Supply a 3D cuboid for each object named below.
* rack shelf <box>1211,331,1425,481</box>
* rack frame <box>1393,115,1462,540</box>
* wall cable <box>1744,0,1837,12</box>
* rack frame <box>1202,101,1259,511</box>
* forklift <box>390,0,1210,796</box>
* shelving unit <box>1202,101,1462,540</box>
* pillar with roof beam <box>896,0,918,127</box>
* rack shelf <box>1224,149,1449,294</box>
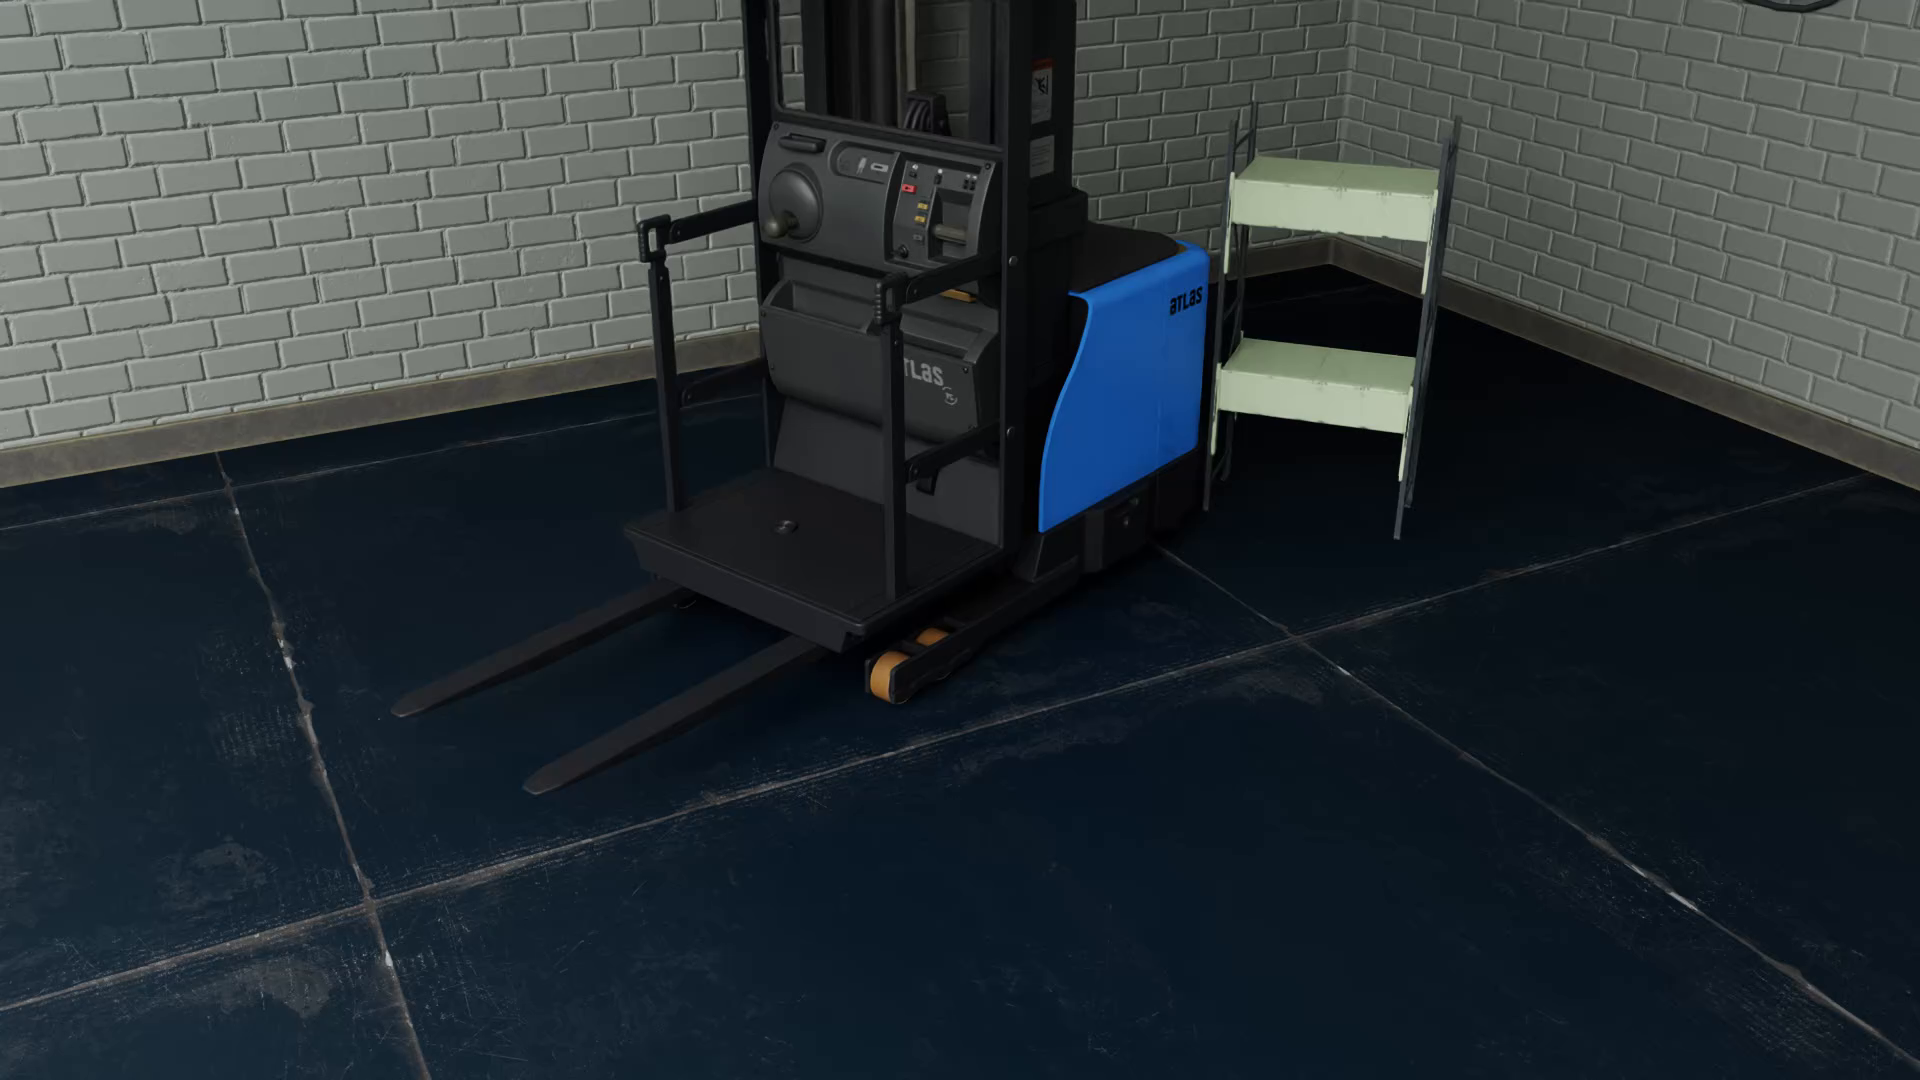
[{"bbox_3d":[1.370,-0.522,6.357,0.720,0.370,0.431,9,27,19],"label":"rack shelf"},{"bbox_3d":[1.713,-0.760,6.099,0.023,1.500,0.400,9,27,19],"label":"rack frame"},{"bbox_3d":[2.782,-3.690,7.127,0.112,2.526,3.097,-13,29,-25],"label":"wall cable"},{"bbox_3d":[1.028,-0.872,6.333,0.023,1.500,0.400,9,27,19],"label":"rack frame"},{"bbox_3d":[-0.407,-1.052,5.055,1.130,2.935,3.031,20,32,35],"label":"forklift"},{"bbox_3d":[1.370,-0.816,6.216,0.755,1.500,0.431,9,27,19],"label":"shelving unit"},{"bbox_3d":[1.586,-3.351,2.832,0.400,9.000,9.100,-13,29,-25],"label":"pillar with roof beam"},{"bbox_3d":[1.371,-1.168,6.048,0.720,0.370,0.431,9,27,19],"label":"rack shelf"}]
